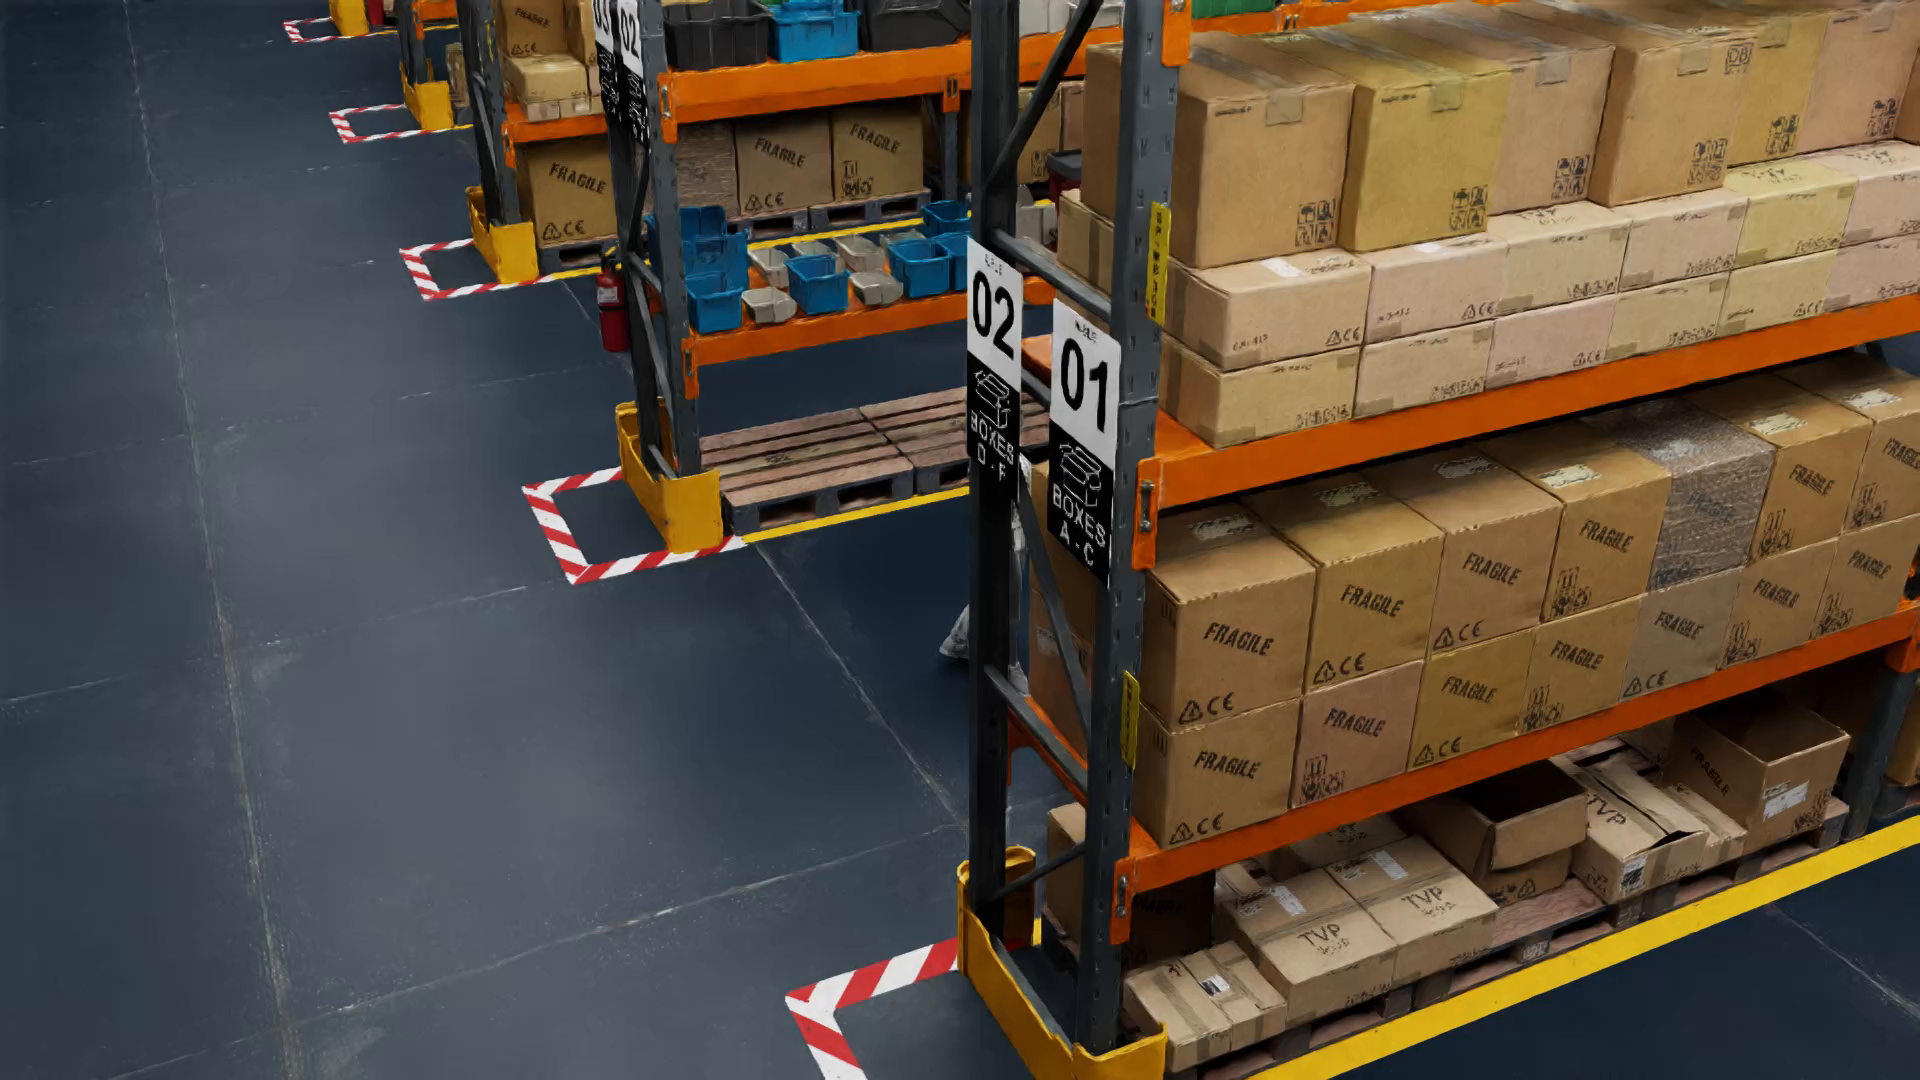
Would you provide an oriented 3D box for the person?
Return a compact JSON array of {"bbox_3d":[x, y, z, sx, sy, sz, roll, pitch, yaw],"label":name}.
[{"bbox_3d":[0.175,0.014,8.402,0.609,1.676,0.539,7,30,12],"label":"person"}]
